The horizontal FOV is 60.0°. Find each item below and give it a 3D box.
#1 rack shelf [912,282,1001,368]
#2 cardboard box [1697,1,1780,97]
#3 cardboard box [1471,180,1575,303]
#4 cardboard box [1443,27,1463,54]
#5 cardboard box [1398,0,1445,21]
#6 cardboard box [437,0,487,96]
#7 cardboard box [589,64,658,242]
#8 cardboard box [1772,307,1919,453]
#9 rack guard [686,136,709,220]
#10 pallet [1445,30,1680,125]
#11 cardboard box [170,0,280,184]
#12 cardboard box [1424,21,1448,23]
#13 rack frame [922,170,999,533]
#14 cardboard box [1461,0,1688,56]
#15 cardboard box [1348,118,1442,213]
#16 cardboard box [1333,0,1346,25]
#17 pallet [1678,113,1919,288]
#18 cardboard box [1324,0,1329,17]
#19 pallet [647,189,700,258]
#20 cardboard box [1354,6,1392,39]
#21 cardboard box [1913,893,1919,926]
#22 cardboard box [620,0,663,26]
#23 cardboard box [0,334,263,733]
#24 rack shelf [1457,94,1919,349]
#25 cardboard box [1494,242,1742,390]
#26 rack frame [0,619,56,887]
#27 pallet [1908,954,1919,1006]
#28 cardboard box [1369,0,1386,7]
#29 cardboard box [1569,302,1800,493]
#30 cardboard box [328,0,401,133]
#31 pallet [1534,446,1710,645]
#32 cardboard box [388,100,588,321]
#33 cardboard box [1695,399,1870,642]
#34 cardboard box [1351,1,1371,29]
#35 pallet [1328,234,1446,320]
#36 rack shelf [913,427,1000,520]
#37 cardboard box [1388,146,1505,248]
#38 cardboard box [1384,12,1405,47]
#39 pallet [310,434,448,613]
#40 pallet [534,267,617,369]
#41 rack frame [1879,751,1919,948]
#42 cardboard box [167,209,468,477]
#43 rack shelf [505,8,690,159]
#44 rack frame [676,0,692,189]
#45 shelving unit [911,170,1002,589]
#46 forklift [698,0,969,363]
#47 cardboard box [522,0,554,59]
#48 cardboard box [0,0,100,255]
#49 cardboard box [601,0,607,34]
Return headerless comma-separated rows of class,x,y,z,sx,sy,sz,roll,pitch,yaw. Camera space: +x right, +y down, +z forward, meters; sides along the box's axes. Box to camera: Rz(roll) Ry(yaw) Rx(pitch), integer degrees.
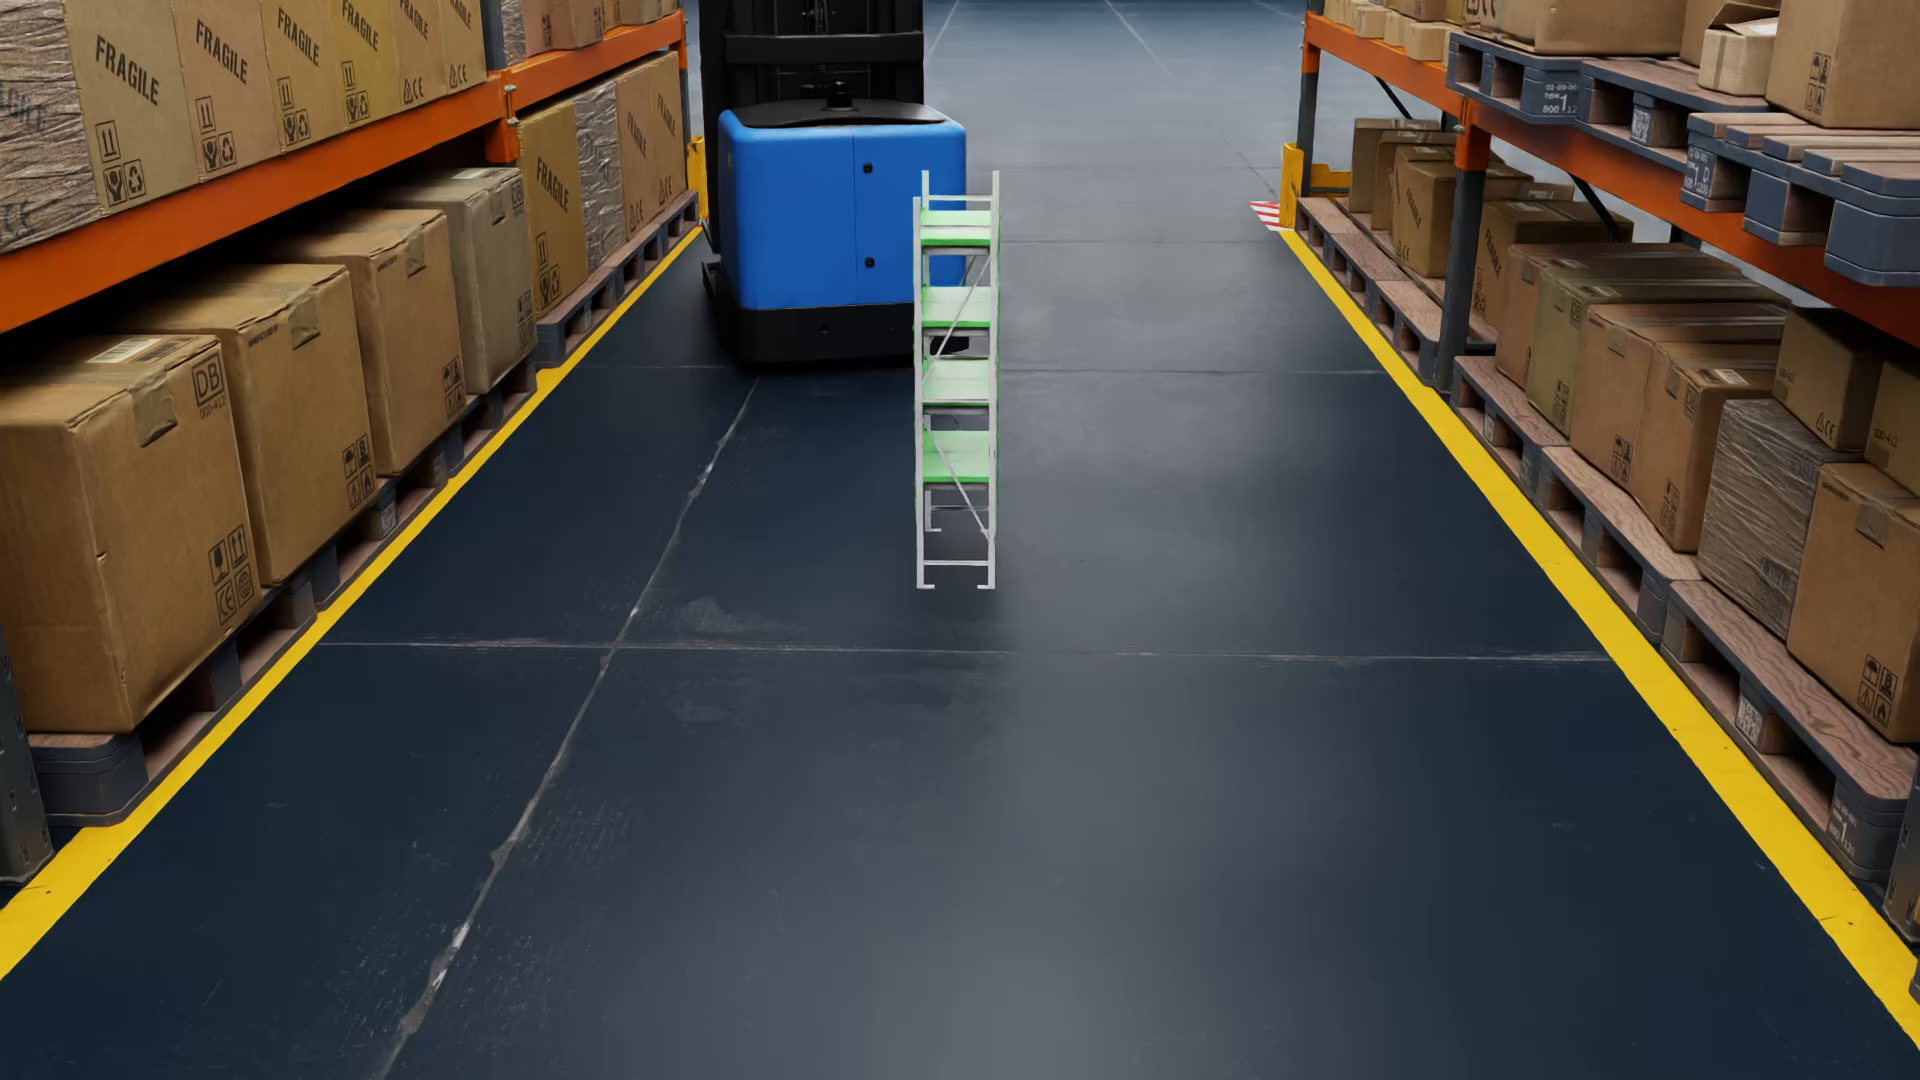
rack shelf,-0.005,-0.664,5.094,0.258,0.148,0.480,1,21,2
cardboard box,2.217,-1.324,4.399,0.396,0.266,0.258,0,21,0
cardboard box,2.620,-1.413,7.899,0.500,0.500,0.500,8,22,19
cardboard box,2.355,-2.175,7.335,0.380,0.149,0.250,1,21,2
cardboard box,2.598,-2.741,7.896,0.875,0.500,0.500,1,21,2
cardboard box,-2.145,-1.977,6.340,0.500,0.500,0.500,1,21,1
cardboard box,-2.254,-2.210,9.434,0.875,0.875,0.875,0,21,1
cardboard box,2.433,-0.409,4.246,0.500,0.250,0.500,3,21,8
rack guard,-2.274,-2.412,11.054,1.175,0.500,0.348,1,21,2
pallet,2.389,-1.667,5.943,1.003,0.211,1.213,1,21,2
cardboard box,-2.207,-1.248,4.461,0.500,0.500,0.500,1,21,2
cardboard box,2.391,-2.355,7.800,0.380,0.149,0.250,1,21,2
rack frame,0.002,-0.588,5.385,0.240,1.200,0.015,1,21,2
cardboard box,2.394,-2.221,5.696,1.000,1.000,1.000,1,21,2
cardboard box,2.644,-2.282,10.139,0.500,0.500,0.500,5,22,12
cardboard box,2.383,-3.079,9.666,0.380,0.149,0.250,1,21,2
pallet,2.351,-0.754,3.591,1.213,0.211,1.003,1,21,2
cardboard box,2.432,-3.260,10.131,0.380,0.149,0.250,1,21,2
pallet,-2.221,-1.978,10.336,1.003,0.211,1.213,1,21,2
cardboard box,2.290,-2.718,8.736,0.380,0.149,0.250,1,21,2
cardboard box,2.394,0.459,2.555,1.225,0.875,0.875,0,21,-1
cardboard box,-2.236,-3.305,9.692,0.875,0.550,0.550,1,21,2
cardboard box,-2.410,-0.042,4.020,1.050,0.750,0.750,0,21,1
rack shelf,2.497,-0.973,4.883,1.077,0.370,4.000,1,21,2
cardboard box,2.518,-0.849,6.418,0.700,0.500,0.500,-1,21,-3
rack frame,-2.518,-0.676,3.124,1.000,3.000,0.127,1,21,2
pallet,2.337,0.999,2.661,1.003,0.211,1.213,1,21,2
cardboard box,2.682,-3.102,8.827,0.875,0.500,0.500,1,21,2
cardboard box,2.468,-0.475,5.453,0.700,0.500,0.500,-1,21,-3
cardboard box,-2.176,-1.612,5.398,0.500,0.500,0.500,1,21,2
pallet,2.501,-0.007,5.256,1.003,0.211,1.213,1,21,2
cardboard box,-2.308,-1.554,7.744,0.875,0.875,0.875,1,21,2
cardboard box,2.441,-0.068,4.404,0.700,0.500,0.500,-1,21,-3
cardboard box,2.382,-2.898,9.200,0.380,0.149,0.250,1,21,2
pallet,2.577,-1.417,8.888,1.003,0.211,1.213,1,21,2
rack shelf,-0.005,-0.216,5.268,0.258,0.148,0.480,1,21,2
cardboard box,2.622,-1.839,8.998,0.500,0.500,0.500,3,21,7
cardboard box,2.331,-2.537,8.268,0.380,0.149,0.250,1,21,2
pallet,-2.379,-0.100,5.495,1.003,0.211,1.213,1,21,2
pallet,-2.295,-1.096,8.062,1.003,0.211,1.213,1,21,2
rack frame,2.436,-0.585,2.889,1.000,3.000,0.127,1,21,2
cardboard box,-2.359,-0.695,5.703,1.050,0.750,0.750,1,21,2
rack shelf,-2.336,-2.510,8.845,1.077,0.370,4.000,1,21,2
rack frame,-2.275,-3.568,10.579,1.000,3.000,0.127,1,21,2
shelving unit,-0.005,-0.500,5.158,0.258,1.200,0.503,1,21,2
forklift,-0.774,-2.649,8.305,1.130,2.935,3.031,-5,22,-11
cardboard box,-2.403,-2.525,7.682,0.875,0.550,0.550,1,21,2
cardboard box,-2.235,-0.882,3.517,0.500,0.500,0.500,1,21,2
cardboard box,-2.353,-2.911,8.678,0.875,0.550,0.500,1,21,2
